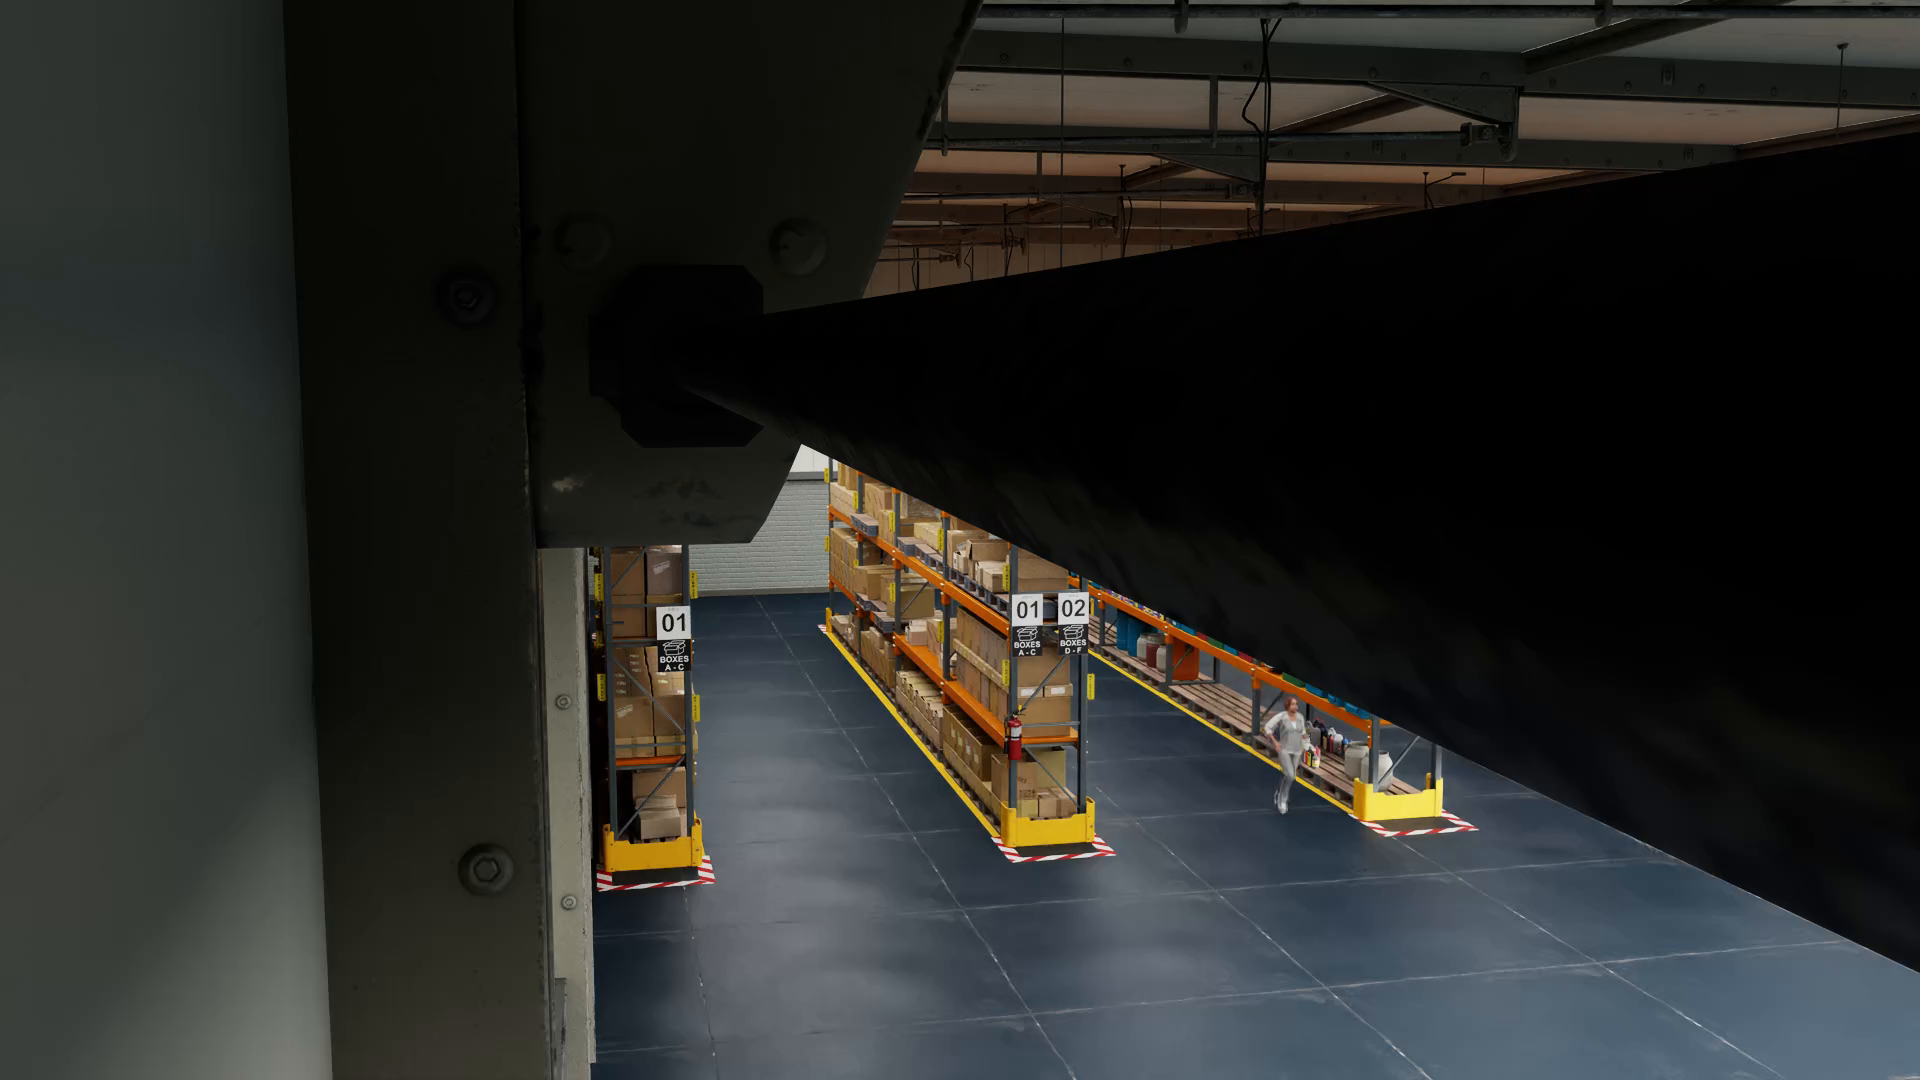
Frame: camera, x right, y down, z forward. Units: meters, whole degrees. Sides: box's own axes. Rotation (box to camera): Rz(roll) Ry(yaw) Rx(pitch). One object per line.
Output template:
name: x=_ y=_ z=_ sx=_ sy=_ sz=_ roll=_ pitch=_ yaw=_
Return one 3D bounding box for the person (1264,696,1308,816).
person: x=4.431 y=2.894 z=22.404 sx=0.526 sy=1.605 sz=0.664 roll=-2 pitch=7 yaw=-18
